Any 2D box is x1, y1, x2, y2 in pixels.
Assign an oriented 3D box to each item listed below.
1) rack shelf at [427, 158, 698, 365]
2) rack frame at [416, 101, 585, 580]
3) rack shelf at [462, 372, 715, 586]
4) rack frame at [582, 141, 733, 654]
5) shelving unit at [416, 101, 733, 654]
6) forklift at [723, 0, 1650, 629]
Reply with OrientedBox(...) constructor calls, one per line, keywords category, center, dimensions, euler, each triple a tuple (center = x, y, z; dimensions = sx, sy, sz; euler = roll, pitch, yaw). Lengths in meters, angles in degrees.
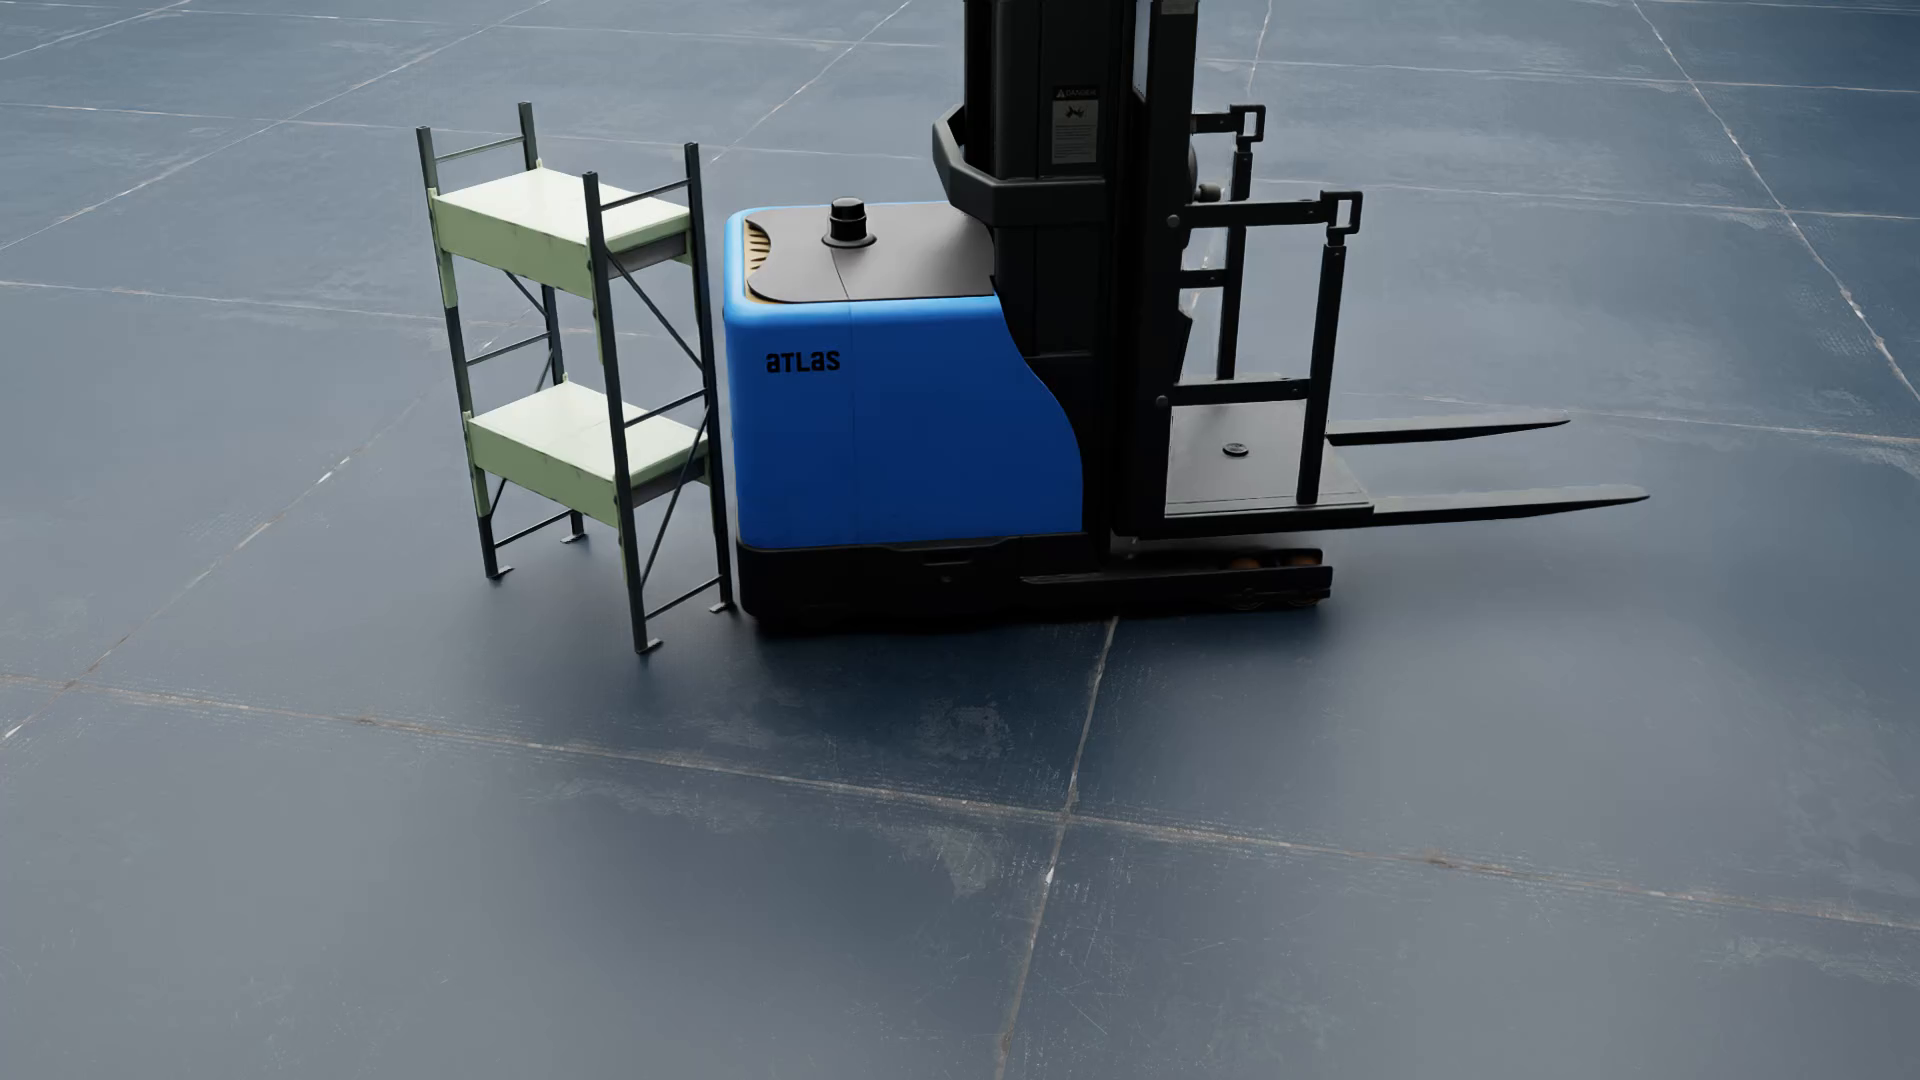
OrientedBox(category="rack shelf", center=(-1.153, -0.837, 4.904), dimensions=(0.720, 0.370, 0.431), euler=(21, 35, 33))
OrientedBox(category="rack frame", center=(-1.439, -0.604, 5.292), dimensions=(0.023, 1.500, 0.400), euler=(21, 35, 33))
OrientedBox(category="rack shelf", center=(-1.153, -0.209, 5.248), dimensions=(0.720, 0.370, 0.431), euler=(21, 35, 33))
OrientedBox(category="rack frame", center=(-0.867, -0.385, 4.891), dimensions=(0.023, 1.500, 0.400), euler=(21, 35, 33))
OrientedBox(category="shelving unit", center=(-1.153, -0.495, 5.091), dimensions=(0.755, 1.500, 0.431), euler=(21, 35, 33))
OrientedBox(category="forklift", center=(0.765, -1.308, 5.087), dimensions=(3.031, 2.935, 1.130), euler=(-3, 29, -6))
